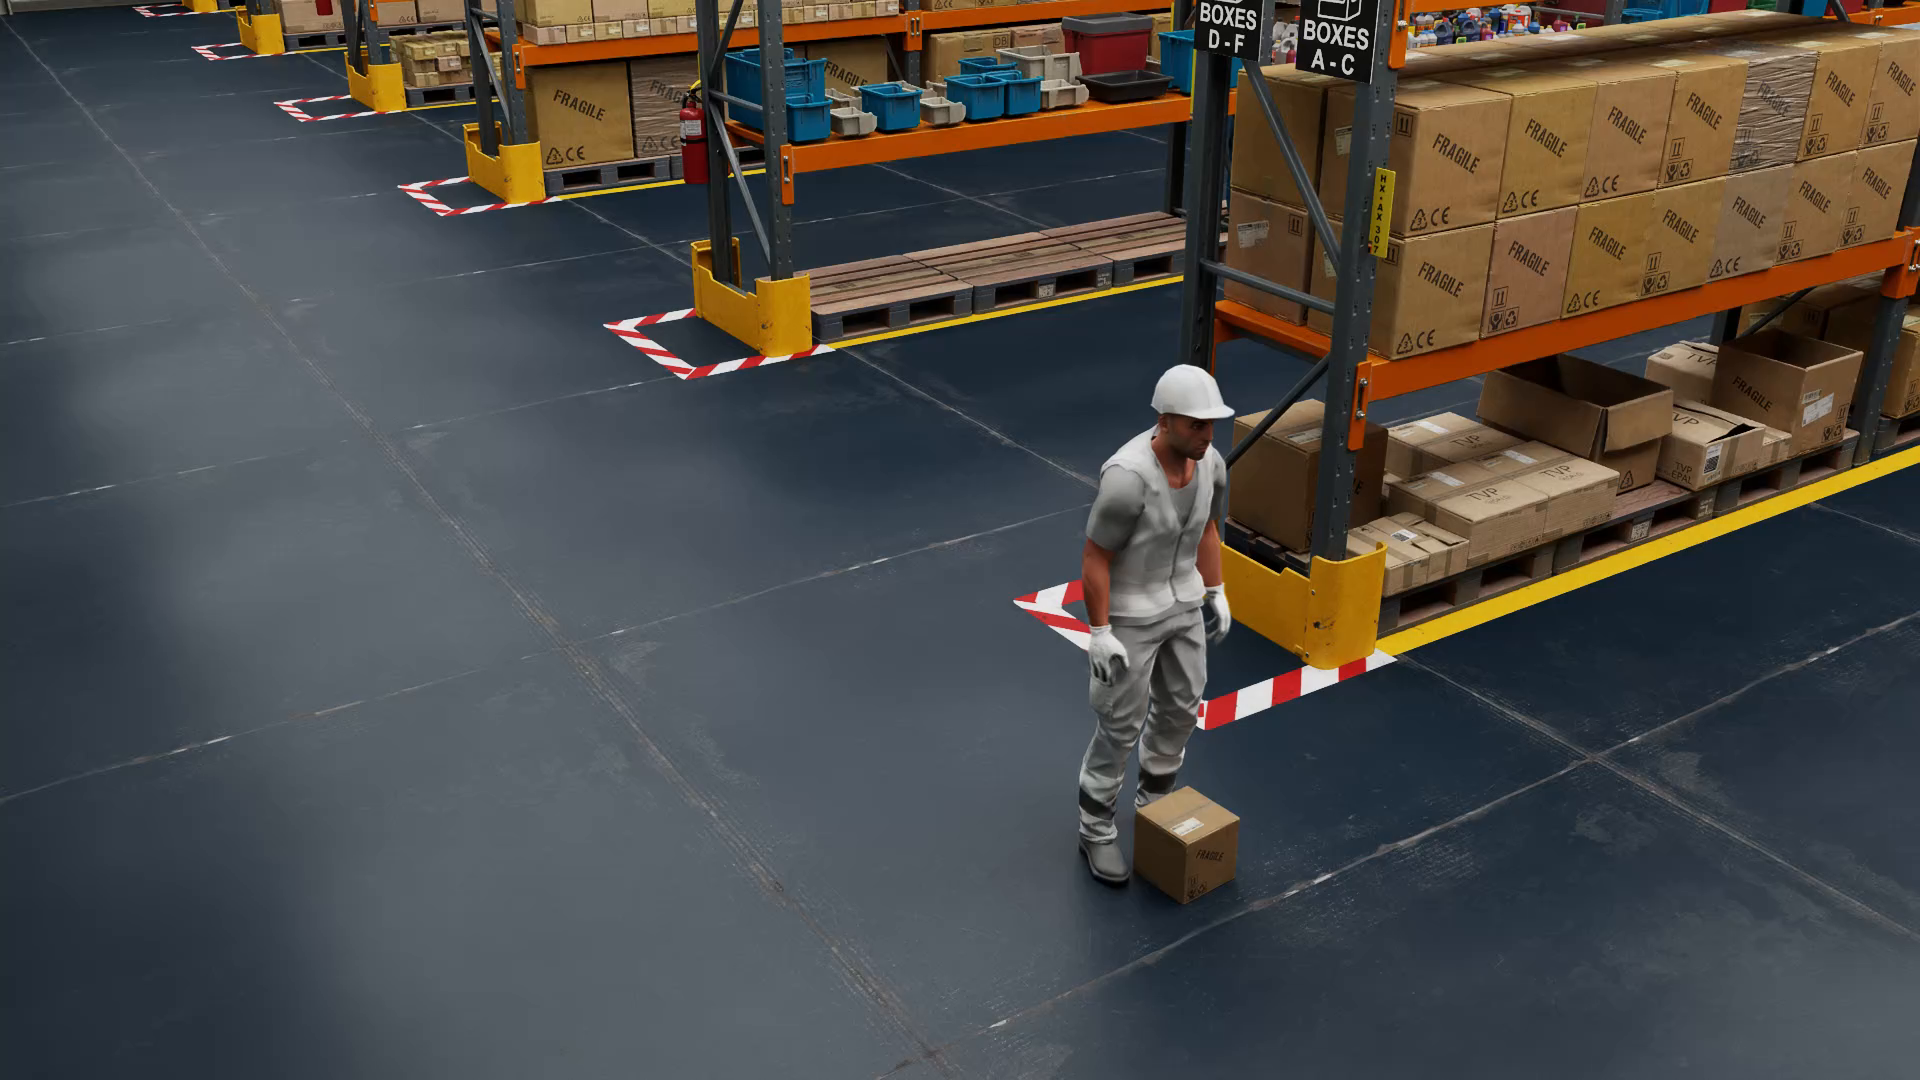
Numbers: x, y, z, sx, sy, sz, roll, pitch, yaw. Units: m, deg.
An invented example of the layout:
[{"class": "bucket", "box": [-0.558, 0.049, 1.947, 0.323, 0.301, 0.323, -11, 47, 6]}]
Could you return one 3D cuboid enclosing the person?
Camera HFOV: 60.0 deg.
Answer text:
[{"class": "person", "box": [0.657, 0.260, 5.527, 0.620, 1.780, 0.445, -17, 30, -32]}]
